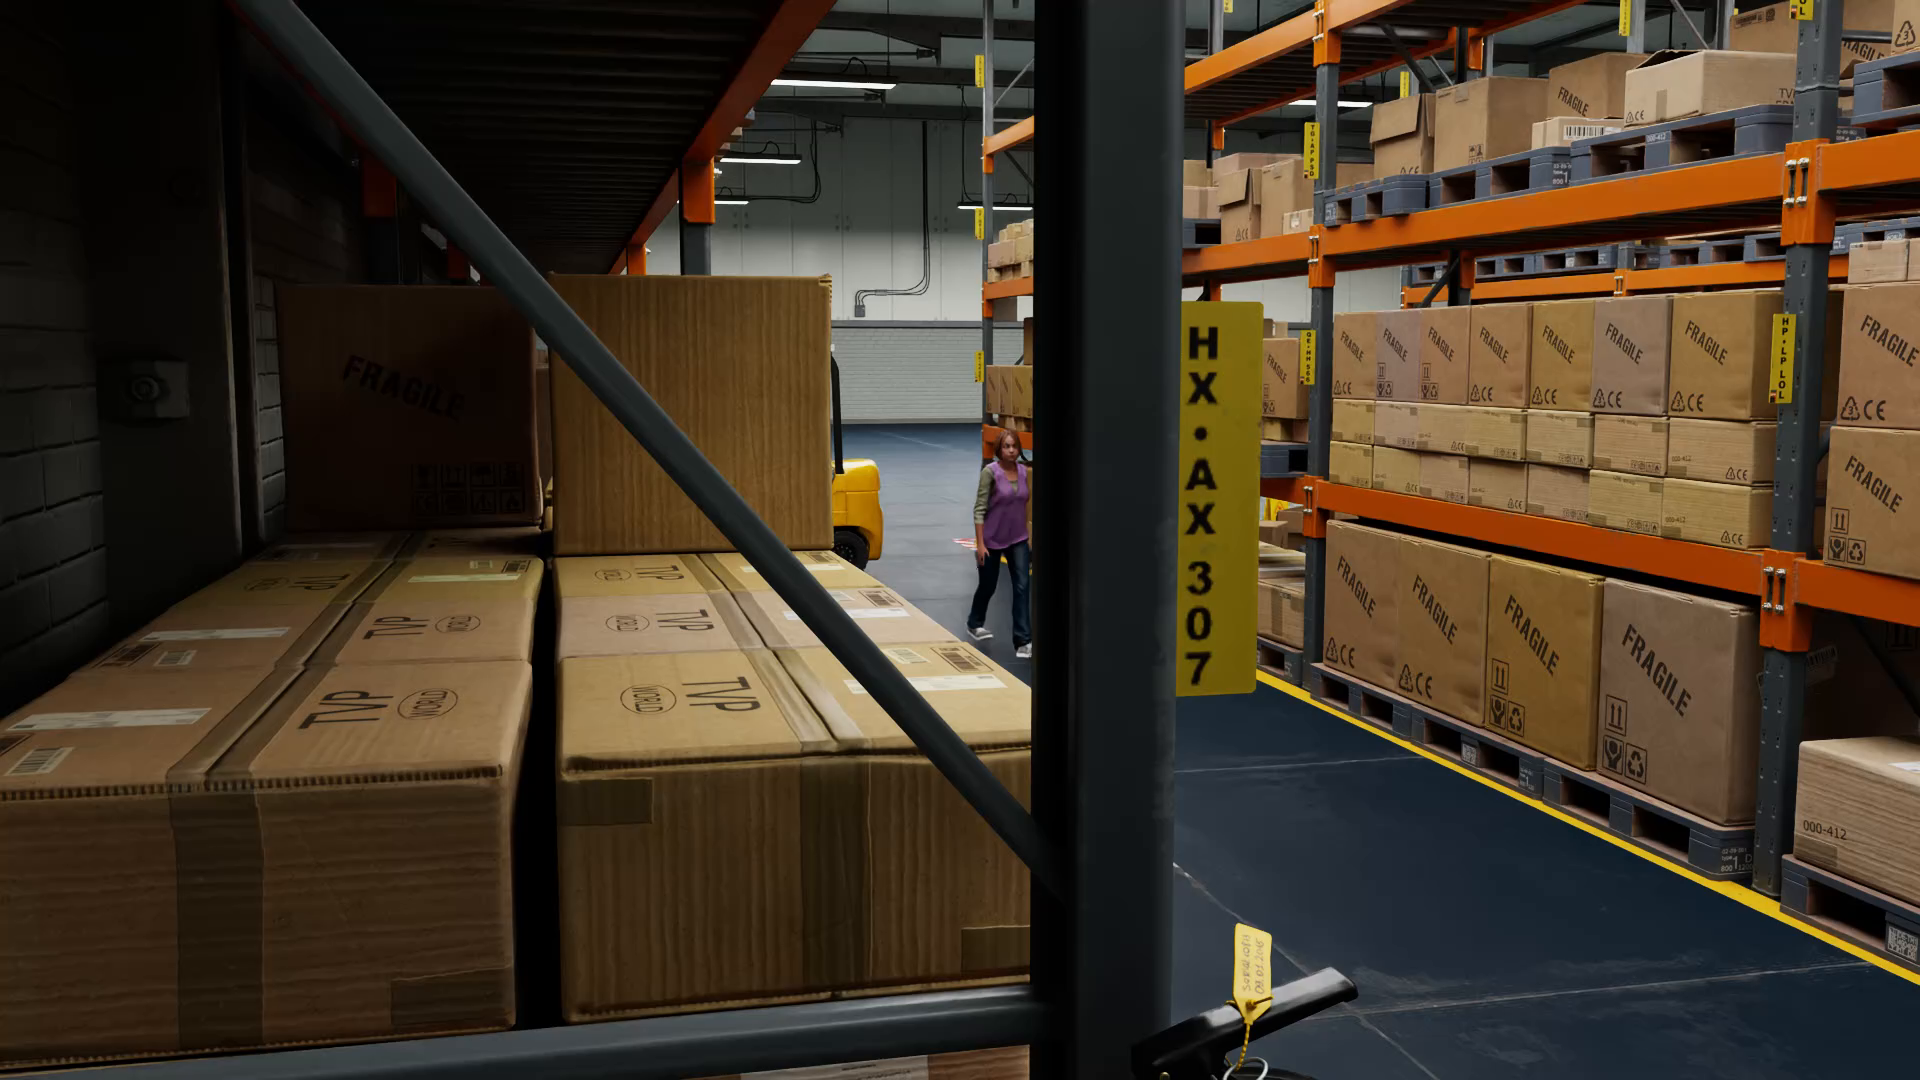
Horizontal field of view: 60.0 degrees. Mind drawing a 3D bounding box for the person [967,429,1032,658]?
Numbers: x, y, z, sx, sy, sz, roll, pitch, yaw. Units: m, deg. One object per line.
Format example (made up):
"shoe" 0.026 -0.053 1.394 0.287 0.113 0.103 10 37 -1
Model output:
"person" 0.275 0.009 11.379 0.431 1.541 0.947 -3 7 -22
